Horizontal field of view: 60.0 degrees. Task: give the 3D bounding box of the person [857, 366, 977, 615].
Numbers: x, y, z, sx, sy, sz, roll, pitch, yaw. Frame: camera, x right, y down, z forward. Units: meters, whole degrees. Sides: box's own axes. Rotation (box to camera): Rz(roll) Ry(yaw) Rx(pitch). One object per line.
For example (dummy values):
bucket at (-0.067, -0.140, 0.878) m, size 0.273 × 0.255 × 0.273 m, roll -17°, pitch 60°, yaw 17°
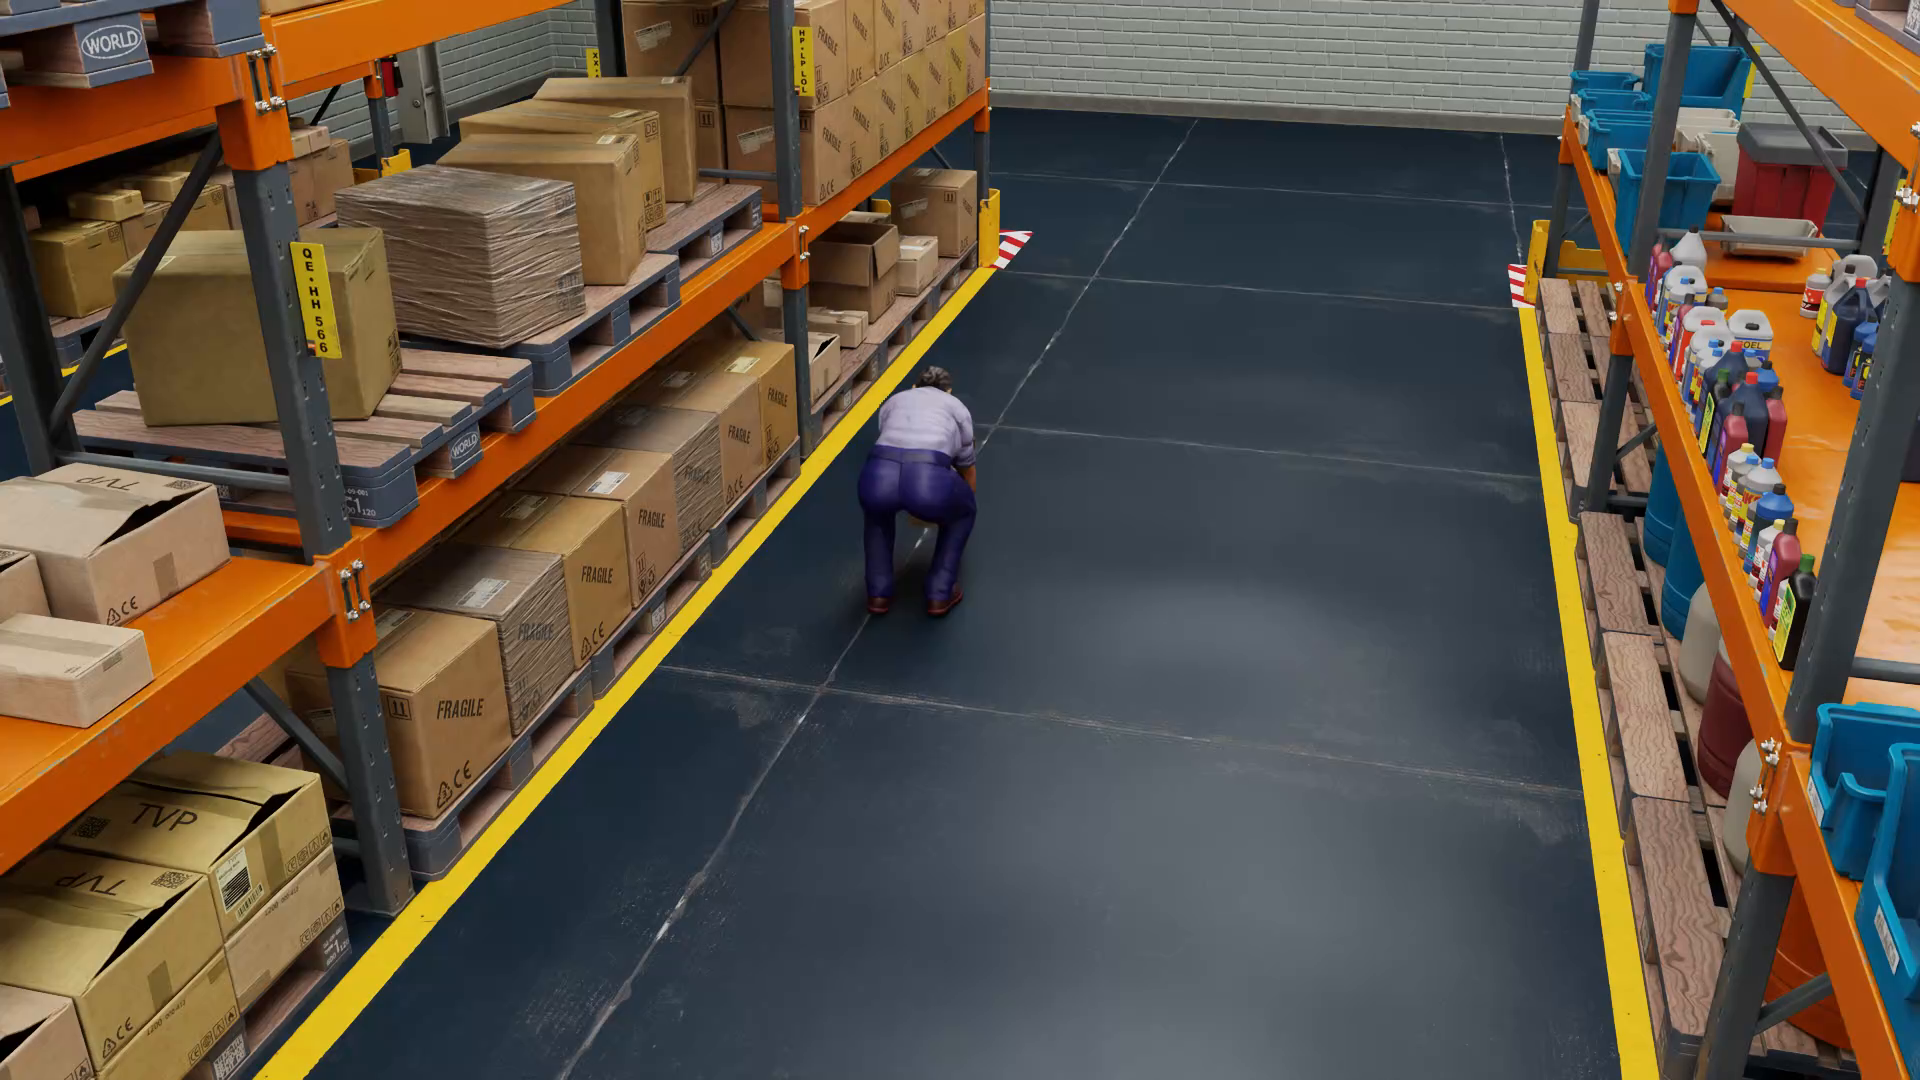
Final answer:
person at (-0.181, -0.201, 7.349) m, size 0.514 × 0.964 × 0.889 m, roll 5°, pitch 26°, yaw 11°
